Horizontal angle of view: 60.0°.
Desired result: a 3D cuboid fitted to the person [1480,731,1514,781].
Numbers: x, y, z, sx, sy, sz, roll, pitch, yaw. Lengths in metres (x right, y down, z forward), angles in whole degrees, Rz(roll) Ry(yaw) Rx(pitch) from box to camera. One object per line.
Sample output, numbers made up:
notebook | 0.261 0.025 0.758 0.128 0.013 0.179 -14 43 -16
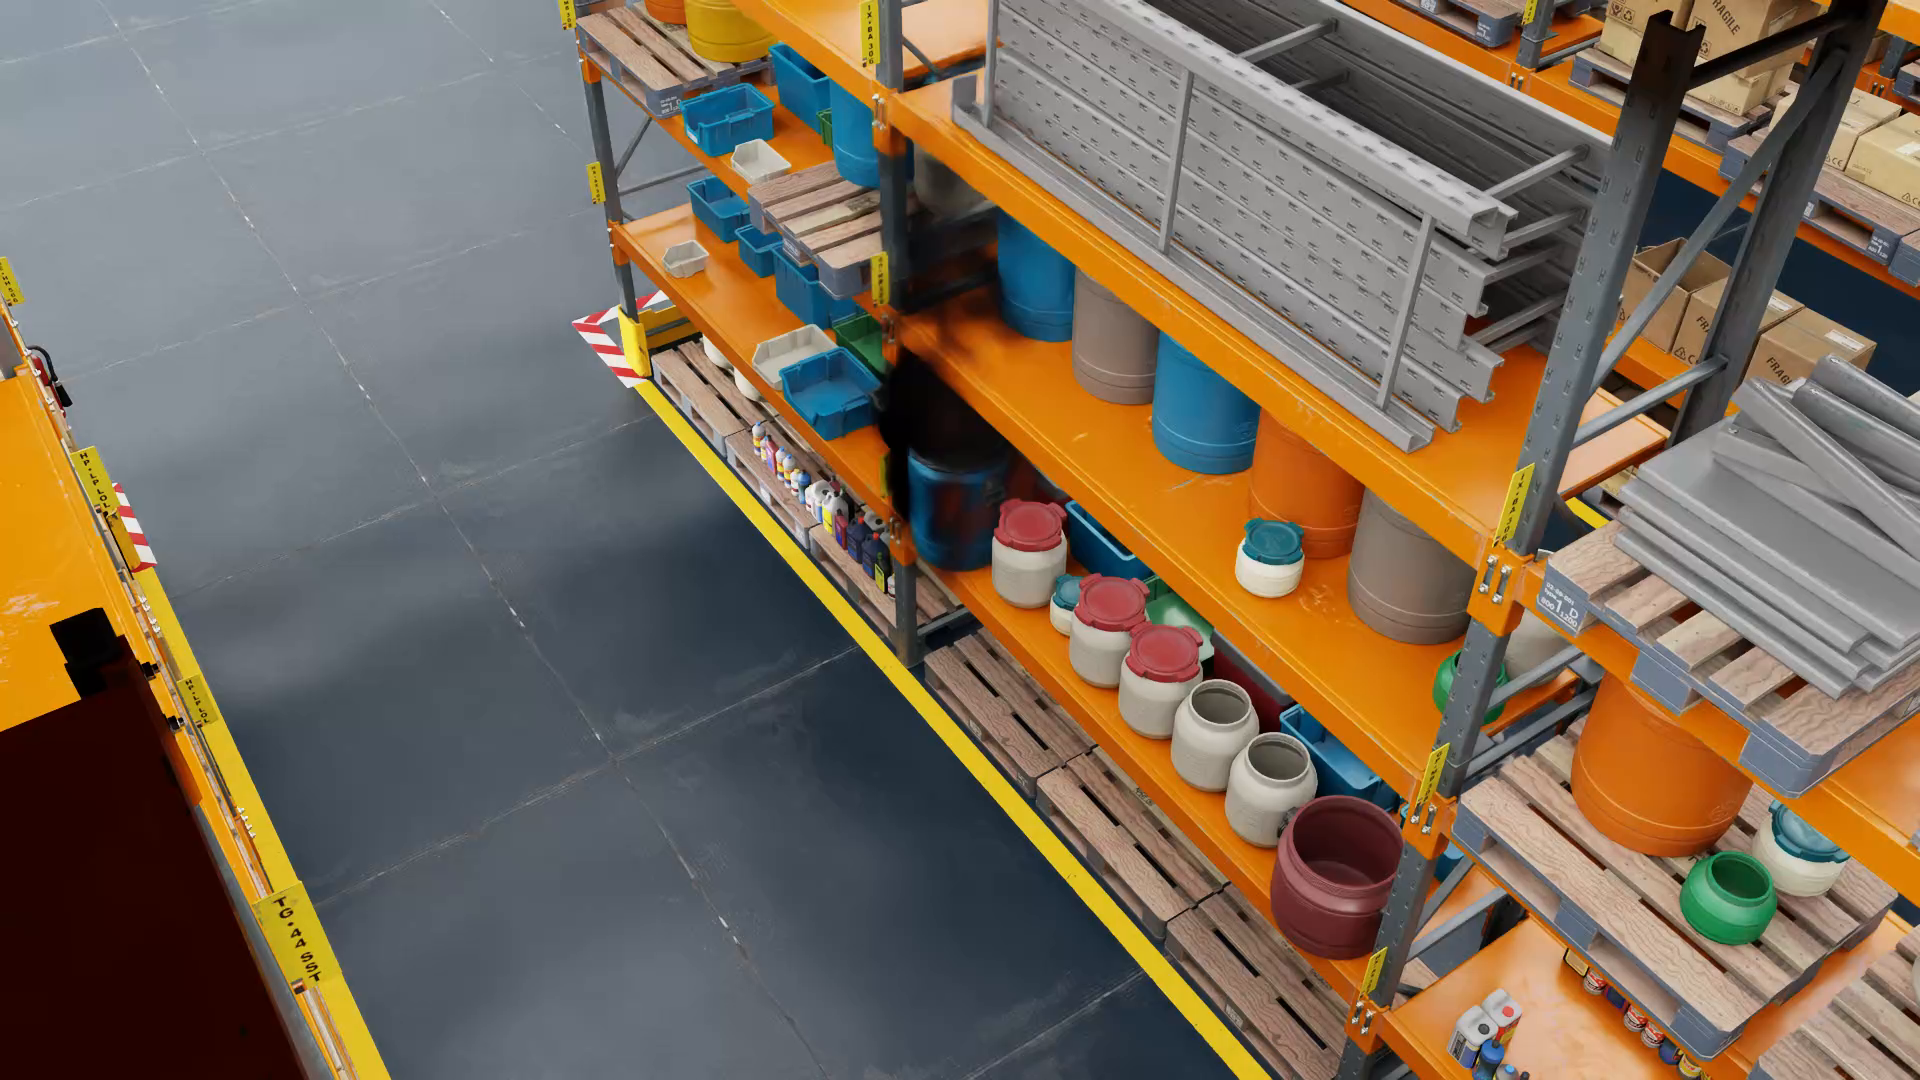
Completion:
person | 2.891 0.687 9.328 0.618 1.674 0.806 -29 50 -28
